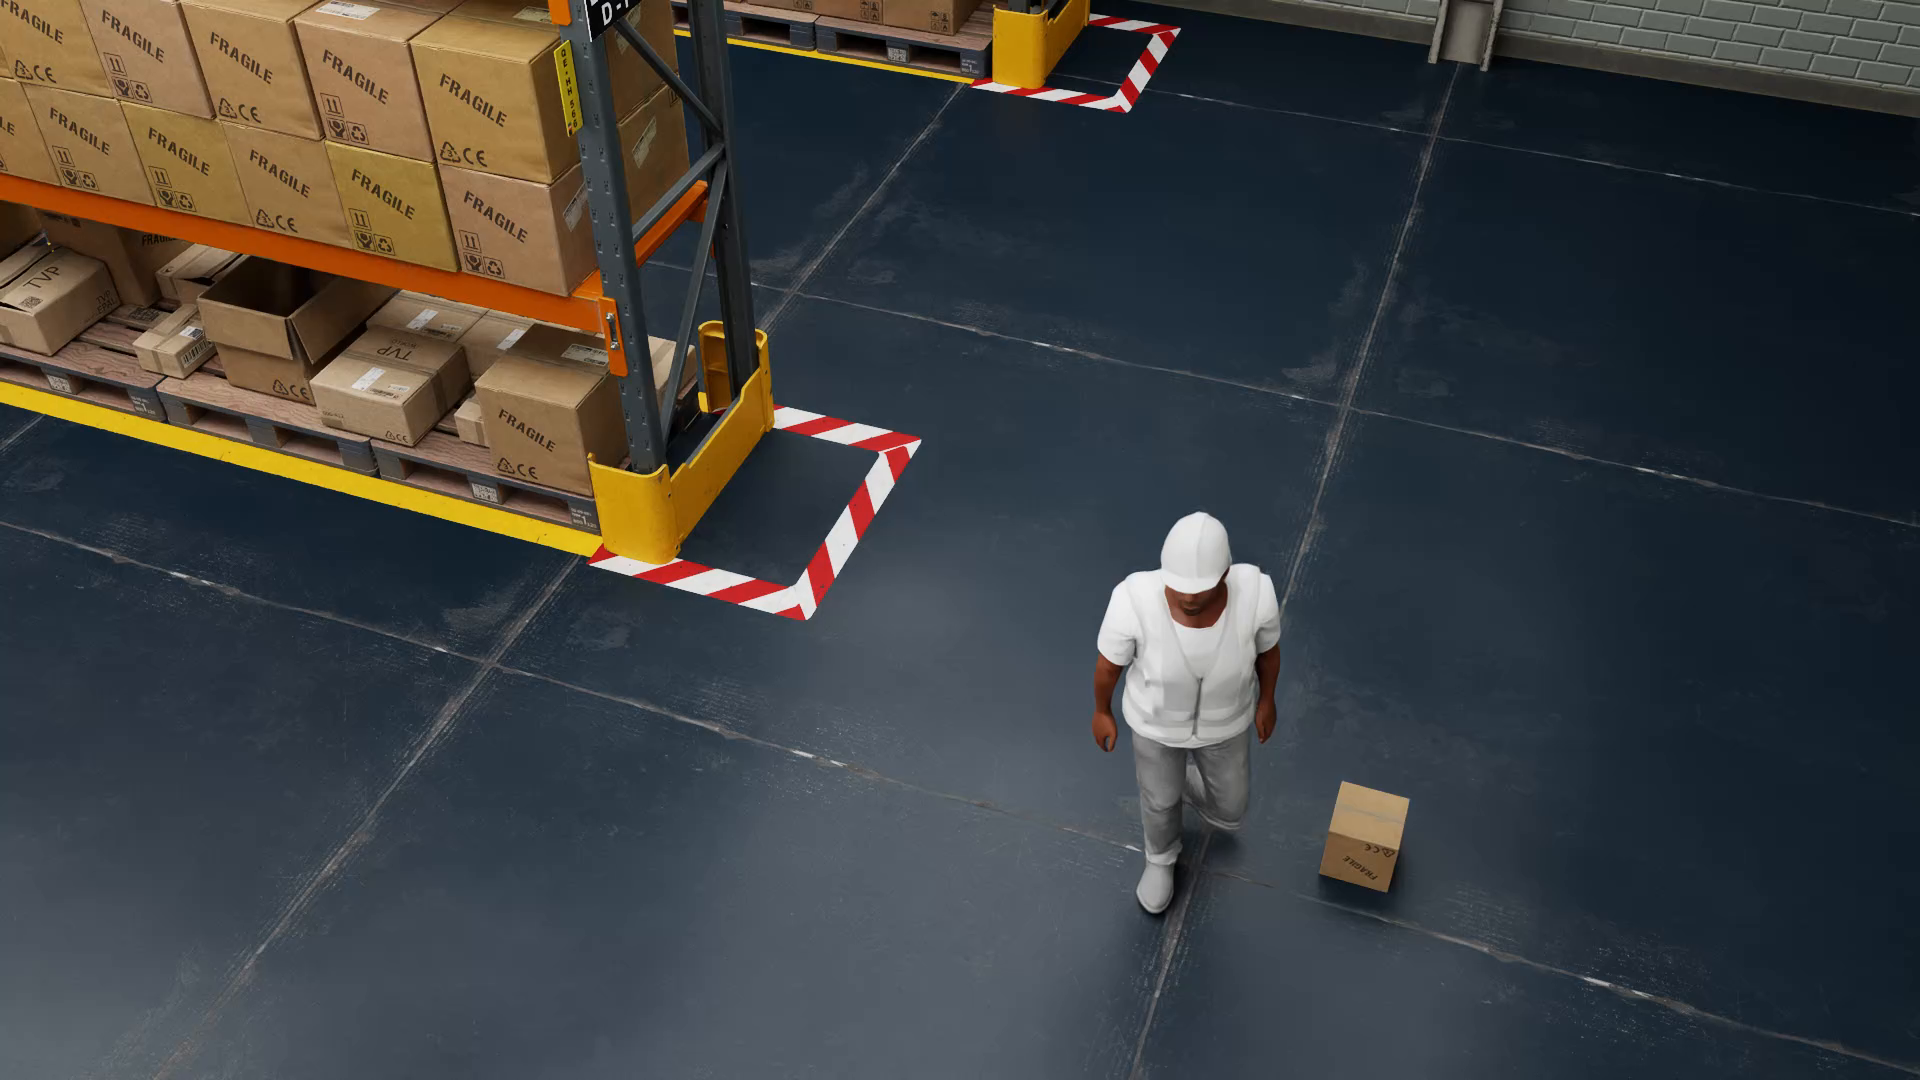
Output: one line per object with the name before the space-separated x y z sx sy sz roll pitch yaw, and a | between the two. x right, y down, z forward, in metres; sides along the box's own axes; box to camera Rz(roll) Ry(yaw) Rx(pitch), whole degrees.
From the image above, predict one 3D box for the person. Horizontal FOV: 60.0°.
person | 0.747 0.537 5.528 0.624 1.762 0.572 -1 41 -1
